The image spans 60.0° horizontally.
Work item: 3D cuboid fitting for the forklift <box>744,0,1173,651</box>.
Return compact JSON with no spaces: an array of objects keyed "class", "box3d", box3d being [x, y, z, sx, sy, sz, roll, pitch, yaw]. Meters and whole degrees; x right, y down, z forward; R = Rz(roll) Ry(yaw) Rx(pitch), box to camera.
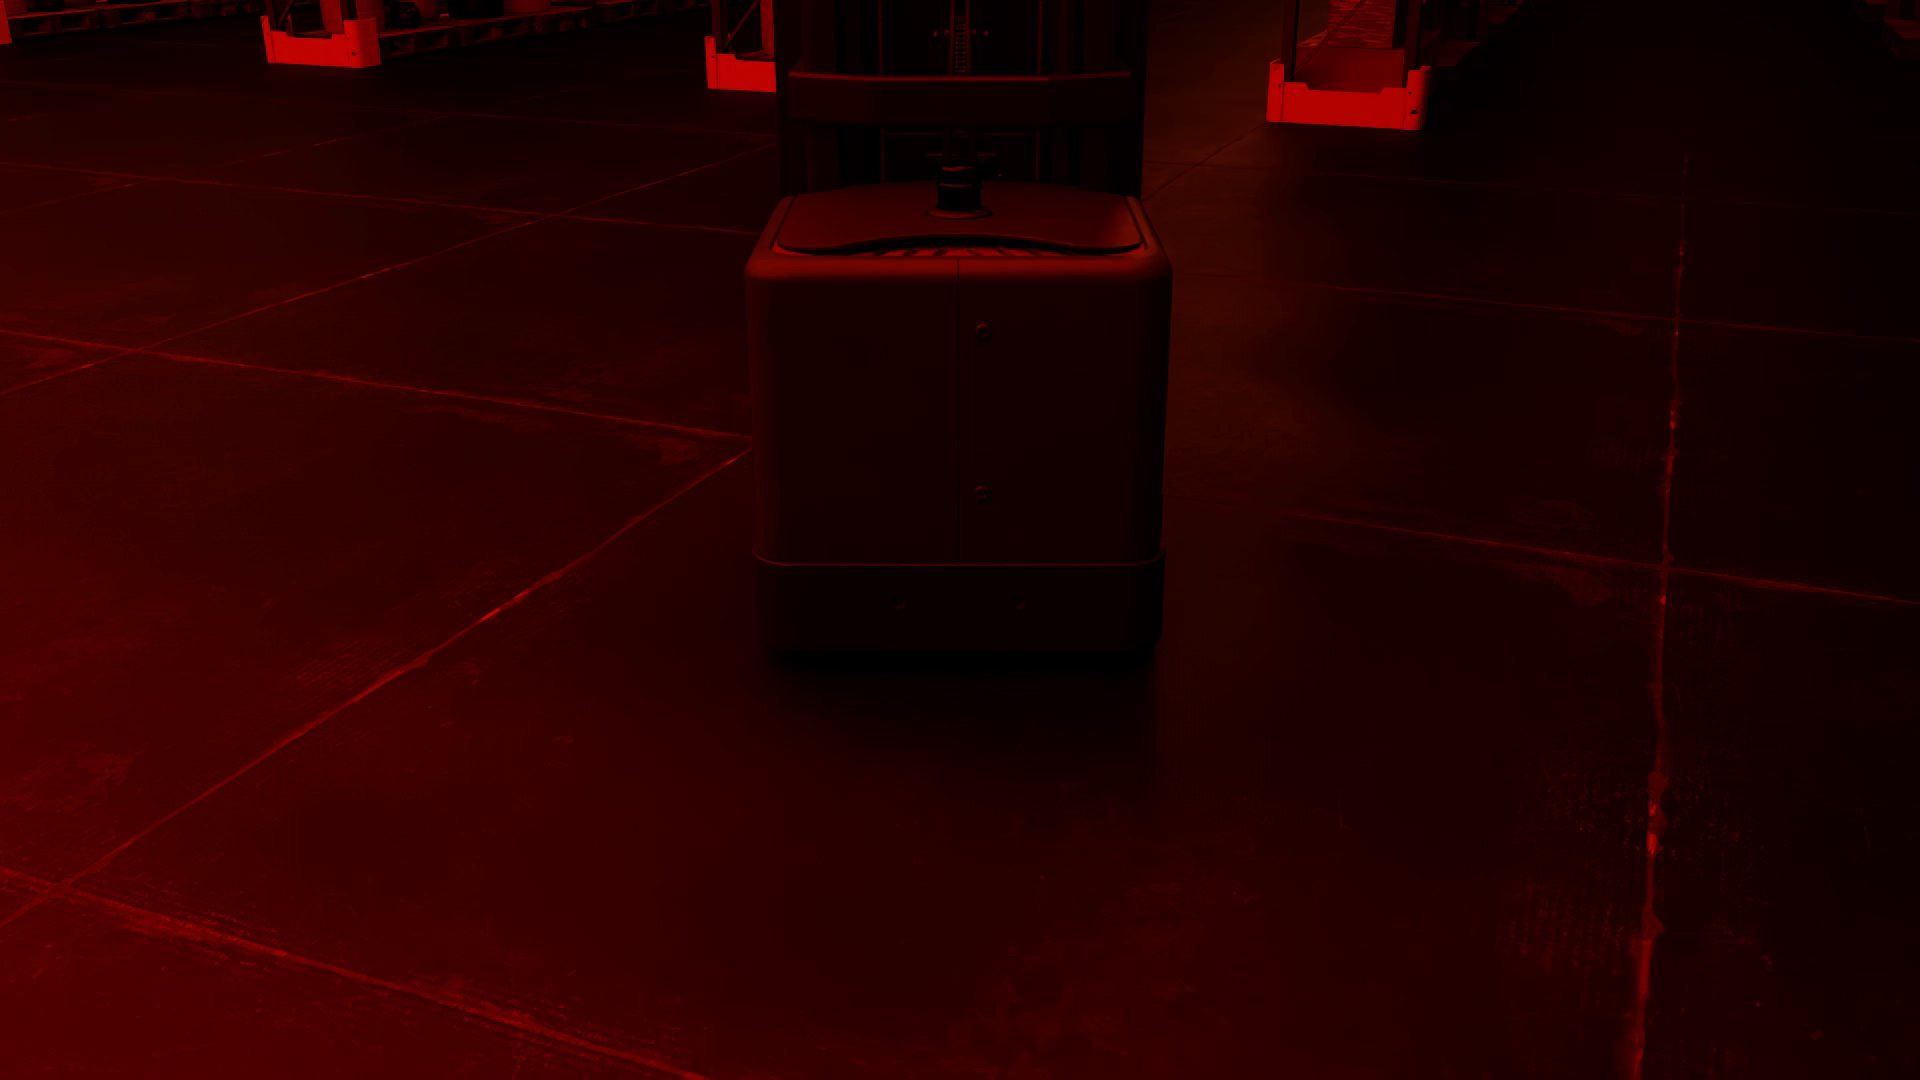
[{"class":"forklift","box3d":[0.002,-1.587,5.089,1.130,2.935,3.031,0,23,0]}]
